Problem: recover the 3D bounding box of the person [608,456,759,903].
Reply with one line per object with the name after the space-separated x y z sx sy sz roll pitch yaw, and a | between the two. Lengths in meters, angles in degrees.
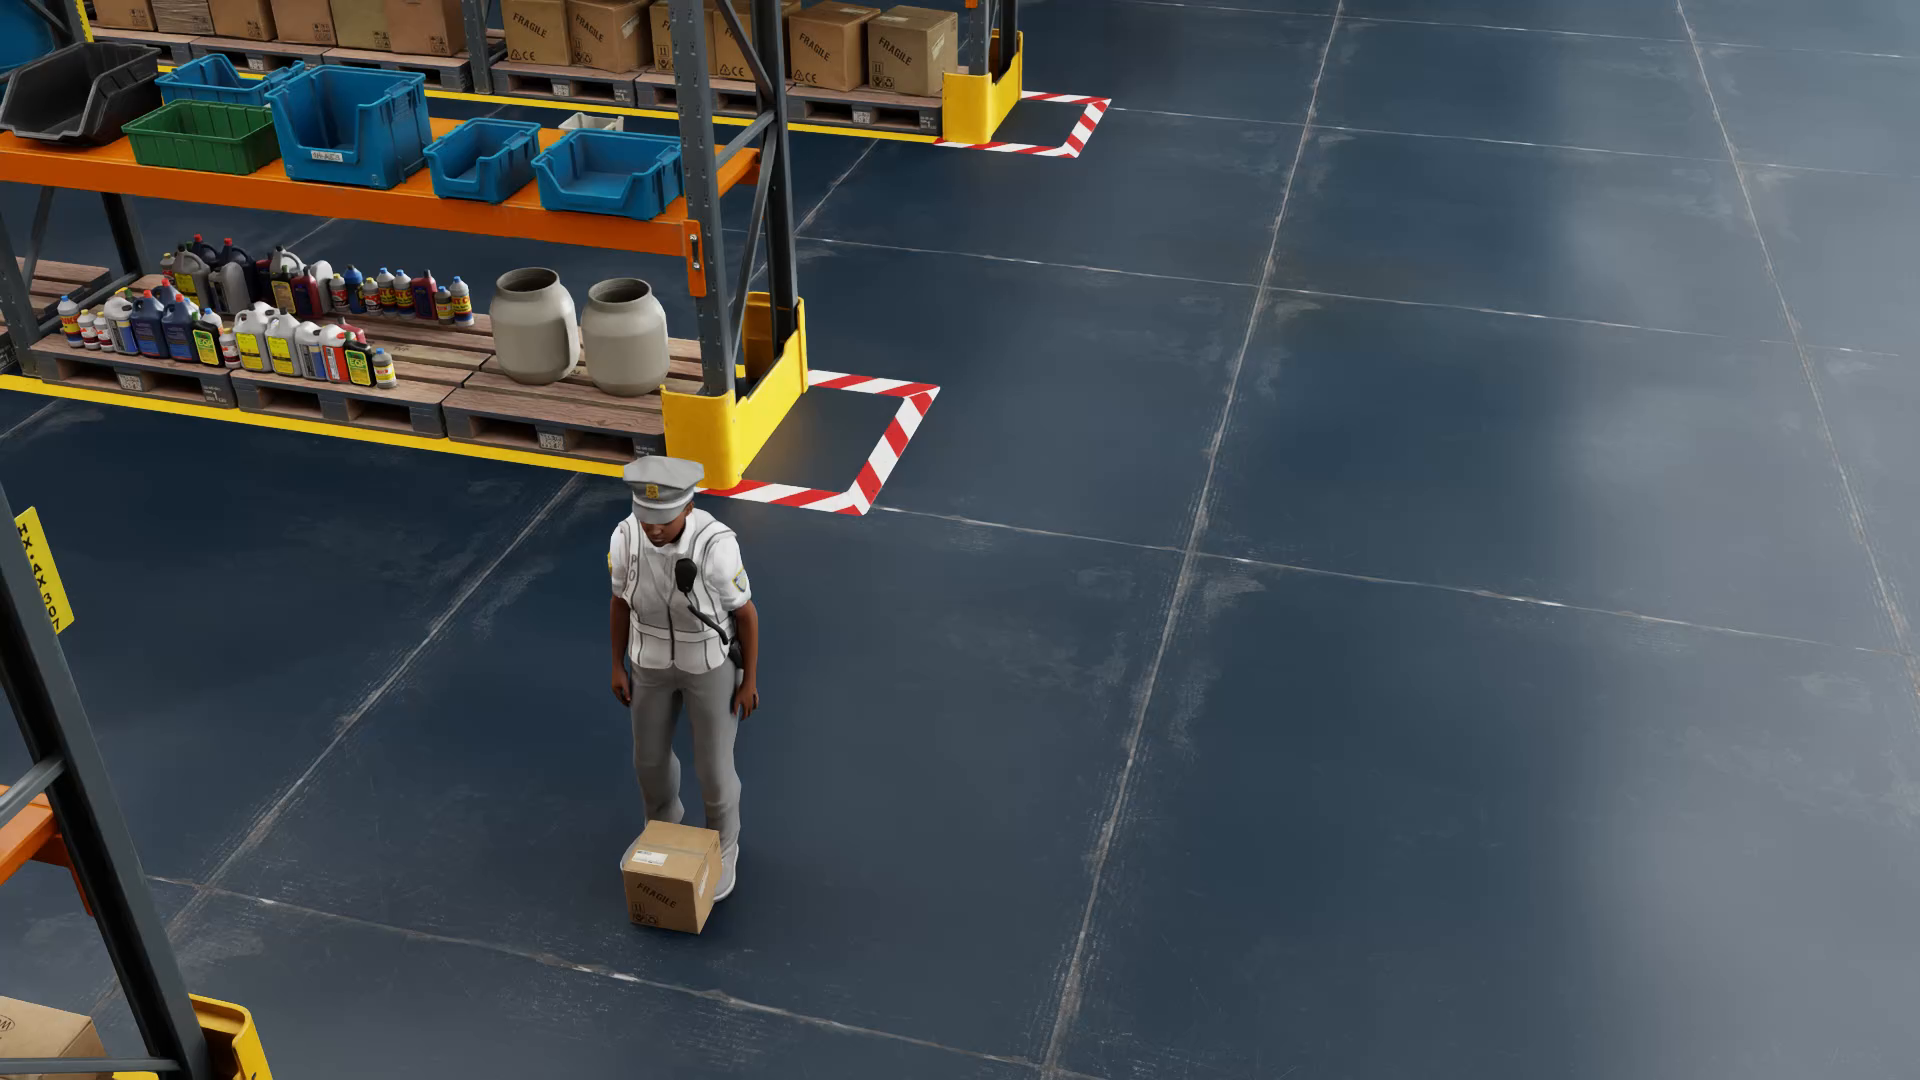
-0.921 0.438 5.462 0.532 1.663 0.423 6 34 10 | person
